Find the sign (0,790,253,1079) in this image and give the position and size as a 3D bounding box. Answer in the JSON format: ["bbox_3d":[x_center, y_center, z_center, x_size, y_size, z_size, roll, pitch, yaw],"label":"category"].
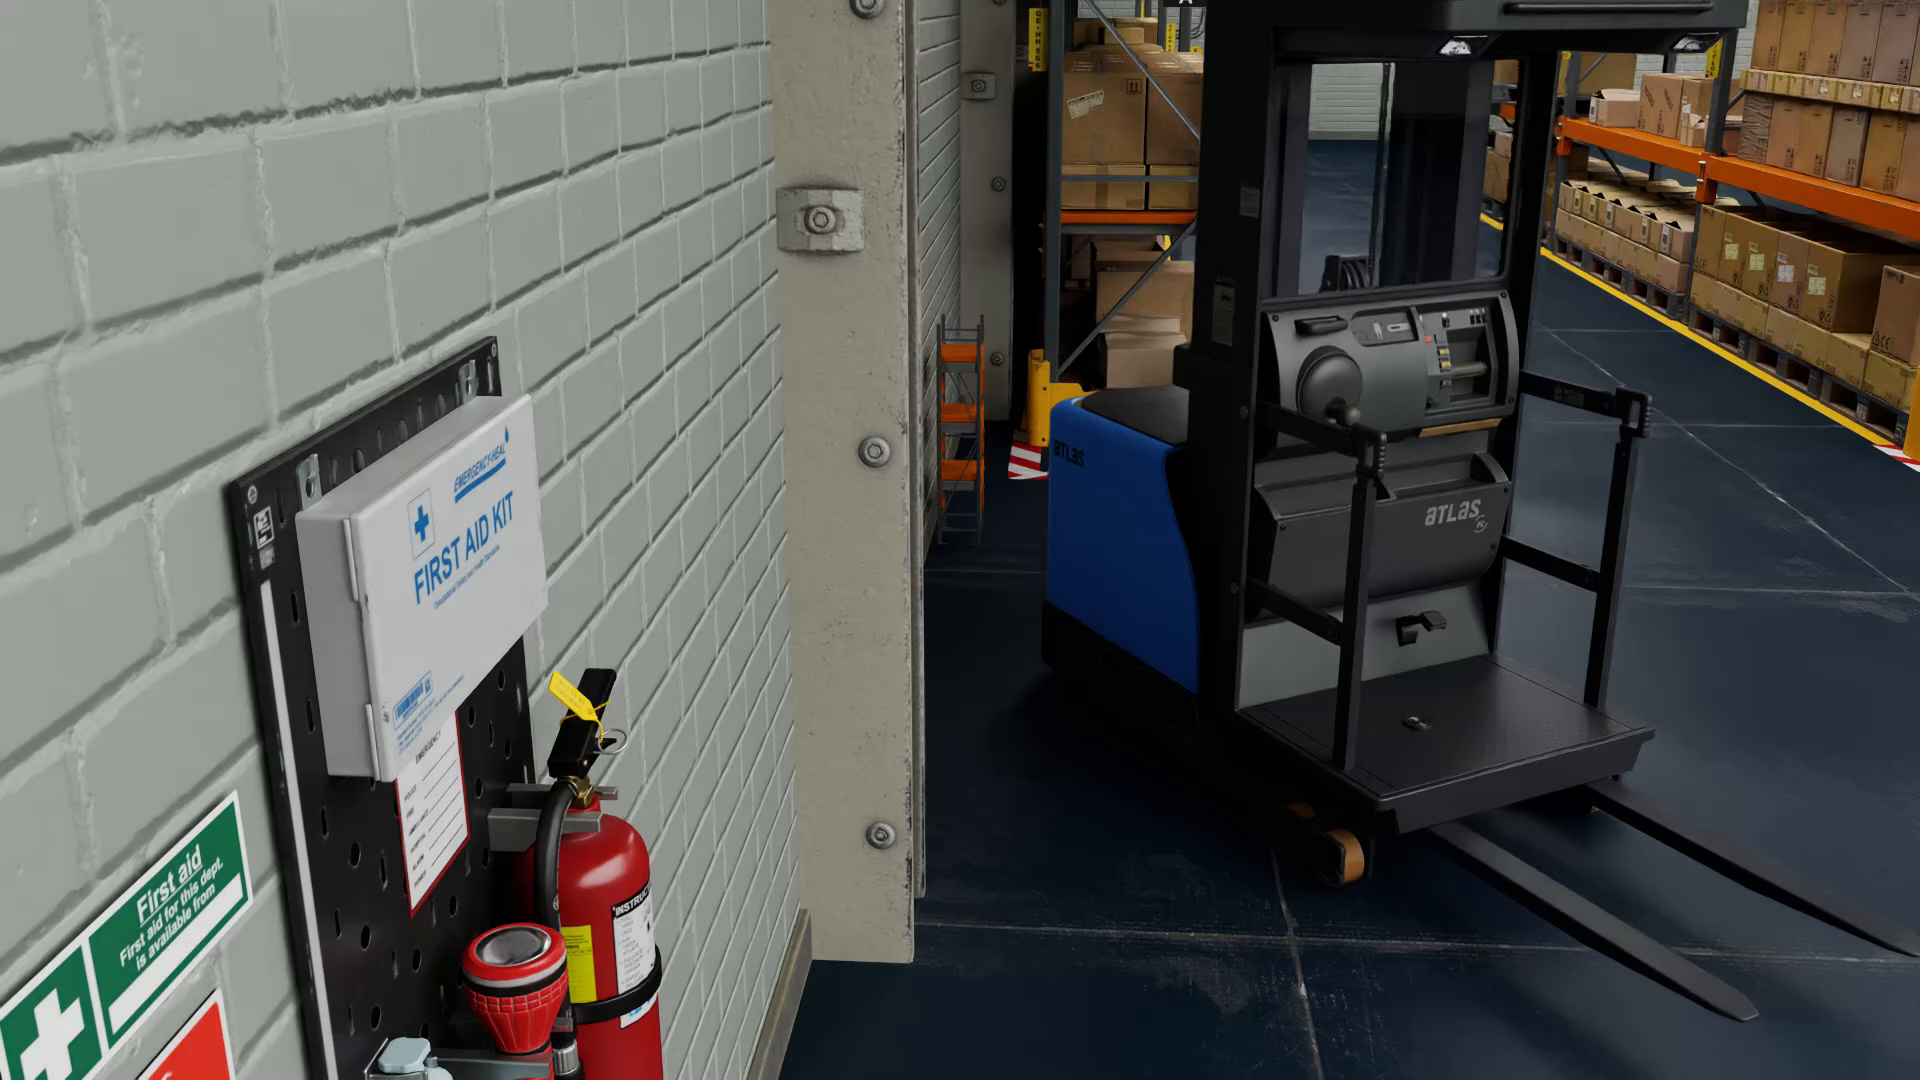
[{"bbox_3d":[-0.617,0.310,1.250,0.001,0.109,0.331,1,18,4],"label":"sign"}]

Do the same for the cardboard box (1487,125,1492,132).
[{"bbox_3d":[7.270,-5.689,23.776,0.500,0.500,0.500,1,18,4],"label":"cardboard box"}]

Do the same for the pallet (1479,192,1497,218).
[{"bbox_3d":[6.756,-4.021,19.857,1.003,0.211,1.213,1,18,4],"label":"pallet"}]

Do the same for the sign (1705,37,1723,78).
[{"bbox_3d":[5.661,-3.637,12.473,0.100,0.325,0.005,1,18,4],"label":"sign"}]

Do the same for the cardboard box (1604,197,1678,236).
[{"bbox_3d":[6.055,-2.880,14.735,0.500,0.311,0.500,1,18,3],"label":"cardboard box"}]

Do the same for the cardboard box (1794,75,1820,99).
[{"bbox_3d":[5.918,-3.075,11.287,0.380,0.149,0.250,1,18,2],"label":"cardboard box"}]

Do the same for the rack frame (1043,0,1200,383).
[{"bbox_3d":[0.975,-1.982,9.156,1.000,3.000,0.127,1,18,4],"label":"rack frame"}]

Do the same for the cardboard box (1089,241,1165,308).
[{"bbox_3d":[1.227,-1.923,12.282,0.500,0.500,0.500,0,18,0],"label":"cardboard box"}]

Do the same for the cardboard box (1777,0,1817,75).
[{"bbox_3d":[6.142,-3.484,11.496,0.700,0.500,0.500,1,18,4],"label":"cardboard box"}]

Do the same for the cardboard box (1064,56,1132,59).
[{"bbox_3d":[0.937,-3.063,11.457,0.500,0.500,0.500,2,18,5],"label":"cardboard box"}]

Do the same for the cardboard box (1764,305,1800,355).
[{"bbox_3d":[5.755,-1.405,11.136,0.500,0.250,0.500,1,18,4],"label":"cardboard box"}]

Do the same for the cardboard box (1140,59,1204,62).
[{"bbox_3d":[1.423,-2.893,10.939,0.500,0.500,0.500,2,18,6],"label":"cardboard box"}]

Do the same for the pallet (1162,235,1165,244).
[{"bbox_3d":[1.680,-3.385,17.915,1.003,0.211,1.213,1,18,4],"label":"pallet"}]

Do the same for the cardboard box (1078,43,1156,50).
[{"bbox_3d":[1.525,-4.577,16.208,0.700,0.500,0.500,-1,18,-3],"label":"cardboard box"}]

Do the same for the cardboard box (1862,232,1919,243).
[{"bbox_3d":[6.286,-1.750,10.983,0.500,0.500,0.500,1,18,4],"label":"cardboard box"}]

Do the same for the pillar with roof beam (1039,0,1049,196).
[{"bbox_3d":[5.316,-8.701,20.025,9.100,9.000,0.400,1,18,4],"label":"pillar with roof beam"}]

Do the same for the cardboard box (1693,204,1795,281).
[{"bbox_3d":[5.857,-2.228,12.441,0.500,0.500,0.500,1,18,4],"label":"cardboard box"}]

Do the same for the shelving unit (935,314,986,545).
[{"bbox_3d":[0.004,-0.516,7.810,0.215,1.050,0.252,1,18,4],"label":"shelving unit"}]

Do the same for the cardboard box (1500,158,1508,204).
[{"bbox_3d":[6.391,-3.998,18.616,0.500,0.500,0.500,1,18,2],"label":"cardboard box"}]

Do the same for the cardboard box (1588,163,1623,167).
[{"bbox_3d":[6.880,-3.832,18.109,0.500,0.500,0.500,1,18,3],"label":"cardboard box"}]

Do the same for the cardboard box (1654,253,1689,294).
[{"bbox_3d":[5.943,-2.144,13.389,0.500,0.250,0.500,1,18,3],"label":"cardboard box"}]

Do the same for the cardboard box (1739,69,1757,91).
[{"bbox_3d":[5.990,-3.392,12.255,0.380,0.149,0.250,1,18,4],"label":"cardboard box"}]

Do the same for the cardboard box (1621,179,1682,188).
[{"bbox_3d":[6.698,-3.349,16.167,0.500,0.311,0.500,2,18,5],"label":"cardboard box"}]

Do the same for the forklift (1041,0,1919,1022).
[{"bbox_3d":[1.421,-0.542,4.869,1.130,2.935,3.031,-9,20,-25],"label":"forklift"}]

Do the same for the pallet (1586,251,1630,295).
[{"bbox_3d":[6.301,-2.400,14.908,1.003,0.211,1.213,1,18,4],"label":"pallet"}]

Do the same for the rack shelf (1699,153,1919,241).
[{"bbox_3d":[6.059,-2.152,10.830,1.077,0.370,4.000,1,18,4],"label":"rack shelf"}]

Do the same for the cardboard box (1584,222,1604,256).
[{"bbox_3d":[6.093,-2.777,15.321,0.500,0.250,0.500,1,18,2],"label":"cardboard box"}]

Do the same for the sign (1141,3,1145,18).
[{"bbox_3d":[2.662,-7.598,24.054,0.100,0.325,0.005,1,18,4],"label":"sign"}]

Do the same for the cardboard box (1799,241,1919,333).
[{"bbox_3d":[5.715,-1.606,10.545,0.500,0.500,0.500,1,18,4],"label":"cardboard box"}]

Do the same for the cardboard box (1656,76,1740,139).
[{"bbox_3d":[6.348,-3.720,14.299,0.500,0.500,0.500,1,18,4],"label":"cardboard box"}]

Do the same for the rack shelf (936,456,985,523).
[{"bbox_3d":[0.004,-0.241,7.900,0.215,0.259,0.240,1,18,4],"label":"rack shelf"}]

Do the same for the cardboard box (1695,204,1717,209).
[{"bbox_3d":[6.558,-2.714,14.228,0.500,0.311,0.500,1,18,2],"label":"cardboard box"}]

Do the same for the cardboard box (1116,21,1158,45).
[{"bbox_3d":[1.840,-5.166,16.997,0.500,0.250,0.500,2,18,5],"label":"cardboard box"}]

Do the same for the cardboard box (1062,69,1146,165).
[{"bbox_3d":[0.797,-2.428,9.521,0.500,0.500,0.500,1,18,3],"label":"cardboard box"}]

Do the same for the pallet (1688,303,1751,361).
[{"bbox_3d":[6.104,-1.544,12.297,1.003,0.211,1.213,1,18,4],"label":"pallet"}]

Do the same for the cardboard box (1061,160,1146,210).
[{"bbox_3d":[0.815,-2.070,9.632,0.500,0.250,0.500,2,18,5],"label":"cardboard box"}]

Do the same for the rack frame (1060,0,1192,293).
[{"bbox_3d":[1.261,-3.225,12.947,1.000,3.000,0.127,1,18,4],"label":"rack frame"}]

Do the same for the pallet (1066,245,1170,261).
[{"bbox_3d":[1.401,-2.521,15.279,1.003,0.211,1.213,1,18,4],"label":"pallet"}]

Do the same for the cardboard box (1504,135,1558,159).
[{"bbox_3d":[6.391,-4.366,18.535,0.500,0.250,0.500,1,18,3],"label":"cardboard box"}]

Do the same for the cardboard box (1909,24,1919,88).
[{"bbox_3d":[5.998,-2.862,9.595,0.700,0.500,0.500,1,18,2],"label":"cardboard box"}]

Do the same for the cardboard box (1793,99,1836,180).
[{"bbox_3d":[6.106,-2.705,11.201,0.700,0.500,0.500,2,18,5],"label":"cardboard box"}]

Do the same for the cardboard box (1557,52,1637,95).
[{"bbox_3d":[6.422,-4.803,16.928,0.700,0.500,0.500,-5,19,-15],"label":"cardboard box"}]

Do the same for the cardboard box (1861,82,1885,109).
[{"bbox_3d":[5.845,-2.754,10.308,0.380,0.149,0.250,2,18,5],"label":"cardboard box"}]
